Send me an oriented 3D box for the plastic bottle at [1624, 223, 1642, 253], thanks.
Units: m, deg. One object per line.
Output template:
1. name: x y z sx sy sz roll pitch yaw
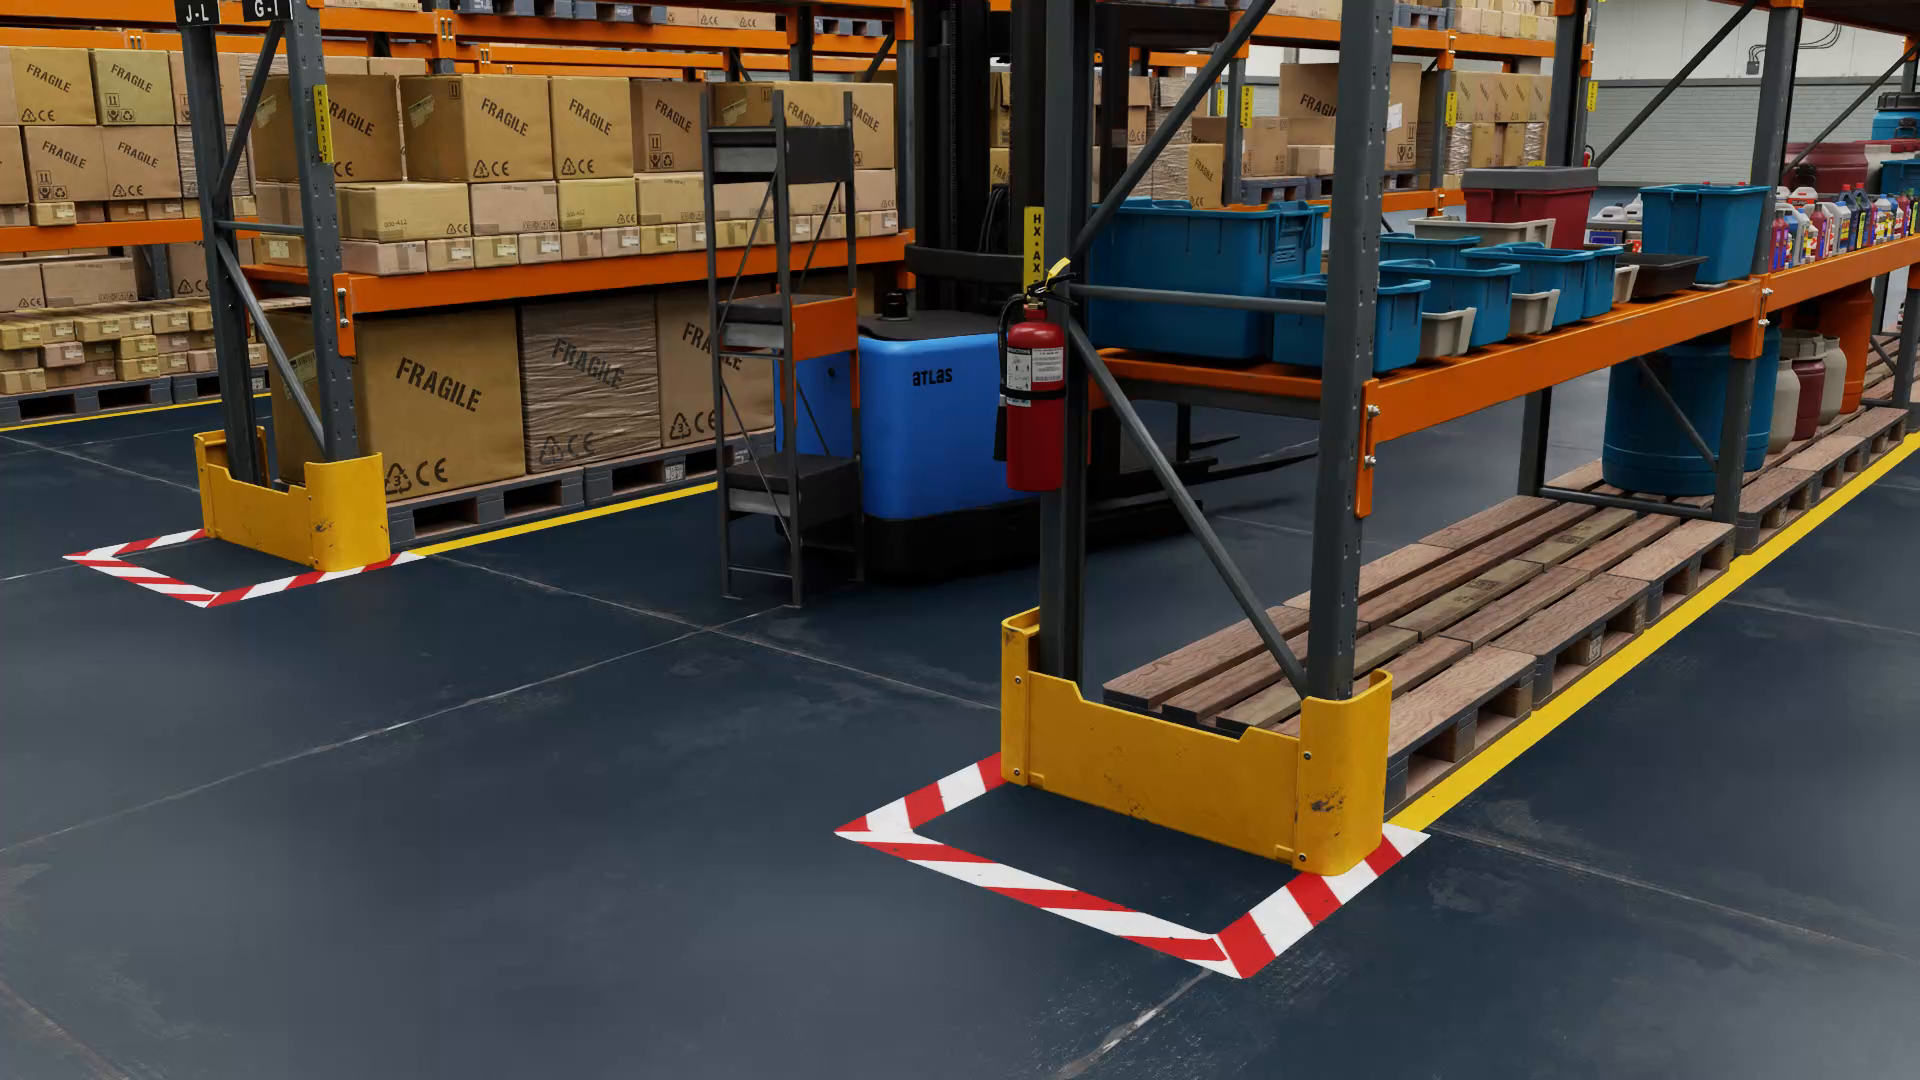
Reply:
1. plastic bottle: 3.288 -1.441 8.108 0.097 0.201 0.097 0 14 0

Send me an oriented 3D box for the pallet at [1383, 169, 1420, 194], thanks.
1. pallet: 3.765 -3.510 16.236 1.003 0.211 1.213 11 18 38

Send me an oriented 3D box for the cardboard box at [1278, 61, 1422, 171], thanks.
1. cardboard box: 3.751 -4.090 16.061 1.000 1.000 1.000 11 18 38

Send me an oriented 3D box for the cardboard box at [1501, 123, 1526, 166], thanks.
1. cardboard box: 5.614 -4.287 18.098 0.875 0.500 0.500 11 18 38

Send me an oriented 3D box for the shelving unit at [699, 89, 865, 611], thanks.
1. shelving unit: -0.731 -0.800 6.996 0.431 2.100 0.503 7 16 29

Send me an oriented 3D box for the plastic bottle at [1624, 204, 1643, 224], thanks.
1. plastic bottle: 3.409 -1.563 8.436 0.152 0.276 0.135 11 18 38

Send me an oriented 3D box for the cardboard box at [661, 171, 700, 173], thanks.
1. cardboard box: -1.806 -2.022 9.690 0.500 0.250 0.500 12 18 39

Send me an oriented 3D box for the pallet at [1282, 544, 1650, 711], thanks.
1. pallet: 1.985 0.305 6.493 1.003 0.211 1.213 11 18 38

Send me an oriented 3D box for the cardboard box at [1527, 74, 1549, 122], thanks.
1. cardboard box: 6.094 -4.834 18.222 0.500 0.500 0.500 11 18 38

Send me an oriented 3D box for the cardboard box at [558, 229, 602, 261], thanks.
1. cardboard box: -2.059 -1.521 8.527 0.380 0.149 0.250 11 18 36

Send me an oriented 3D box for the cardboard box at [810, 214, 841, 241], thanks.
1. cardboard box: -0.929 -1.865 9.883 0.380 0.149 0.250 11 18 37

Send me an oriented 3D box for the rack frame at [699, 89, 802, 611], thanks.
1. rack frame: -0.850 -0.748 6.789 0.400 2.100 0.015 7 16 29

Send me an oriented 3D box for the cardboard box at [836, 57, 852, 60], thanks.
1. cardboard box: -1.772 -6.945 23.789 0.380 0.149 0.250 11 18 37

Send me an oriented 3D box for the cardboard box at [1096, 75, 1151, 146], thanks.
1. cardboard box: 0.961 -3.233 12.518 0.797 0.503 0.637 12 18 39

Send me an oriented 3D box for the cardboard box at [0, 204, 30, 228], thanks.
1. cardboard box: -6.391 -2.160 11.044 0.380 0.149 0.250 12 19 40

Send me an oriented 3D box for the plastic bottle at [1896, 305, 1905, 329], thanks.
1. plastic bottle: 8.197 -1.935 14.436 0.097 0.201 0.097 0 14 0

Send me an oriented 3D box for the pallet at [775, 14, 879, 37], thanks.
1. pallet: -1.586 -5.241 16.954 1.213 0.211 1.003 12 19 40

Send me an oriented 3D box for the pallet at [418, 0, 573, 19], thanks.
1. pallet: -3.993 -4.446 13.821 1.213 0.211 1.003 11 18 38

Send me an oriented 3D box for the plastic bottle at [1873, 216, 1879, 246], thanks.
1. plastic bottle: 5.115 -1.760 9.363 0.097 0.201 0.097 0 14 0

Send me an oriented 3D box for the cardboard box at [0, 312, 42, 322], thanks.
1. cardboard box: -6.639 -1.505 11.685 0.380 0.149 0.250 12 18 39

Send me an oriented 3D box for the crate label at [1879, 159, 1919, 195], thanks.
1. crate label: 6.532 -2.360 11.247 0.502 0.435 0.616 11 18 38

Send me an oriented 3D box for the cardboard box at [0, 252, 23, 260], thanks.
1. cardboard box: -11.761 -3.545 20.210 0.500 0.500 0.500 12 19 40

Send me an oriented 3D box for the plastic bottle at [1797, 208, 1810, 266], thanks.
1. plastic bottle: 4.095 -1.483 8.131 0.097 0.271 0.097 0 14 0

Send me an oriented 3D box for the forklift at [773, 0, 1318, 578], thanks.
1. forklift: 0.589 -1.523 8.166 3.031 2.935 1.130 -11 18 -36

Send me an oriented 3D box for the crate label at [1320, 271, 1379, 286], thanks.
1. crate label: 1.390 -0.858 5.821 0.396 0.136 0.243 11 18 38

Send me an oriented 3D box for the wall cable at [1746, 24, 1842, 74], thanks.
1. wall cable: 23.273 -15.988 45.876 2.305 6.003 0.169 11 18 38

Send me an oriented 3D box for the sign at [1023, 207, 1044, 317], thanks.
1. sign: 0.231 -0.823 4.939 0.100 0.325 0.005 11 18 38

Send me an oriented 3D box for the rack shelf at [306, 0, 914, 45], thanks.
1. rack shelf: -1.926 -2.917 8.880 1.077 0.370 4.000 11 18 38

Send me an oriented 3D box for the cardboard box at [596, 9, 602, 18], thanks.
1. cardboard box: -3.134 -4.988 15.371 0.500 0.500 0.500 11 18 38

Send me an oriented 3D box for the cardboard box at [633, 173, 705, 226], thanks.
1. cardboard box: -1.707 -1.847 9.002 0.500 0.250 0.500 11 18 36

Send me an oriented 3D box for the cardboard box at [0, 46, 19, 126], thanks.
1. cardboard box: -6.489 -2.937 10.756 0.500 0.500 0.500 11 18 37

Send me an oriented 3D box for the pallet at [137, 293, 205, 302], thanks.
1. pallet: -7.951 -2.536 17.677 1.003 0.211 1.213 11 18 38

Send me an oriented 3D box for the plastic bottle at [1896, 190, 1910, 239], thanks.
1. plastic bottle: 5.630 -1.950 9.943 0.061 0.283 0.133 11 18 38

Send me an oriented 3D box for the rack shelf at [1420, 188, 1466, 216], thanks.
1. rack shelf: 5.616 -3.761 18.296 1.077 0.370 4.000 11 18 38

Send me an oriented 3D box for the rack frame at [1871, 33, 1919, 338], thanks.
1. rack frame: 8.211 -2.960 13.683 1.000 3.000 0.127 11 18 38

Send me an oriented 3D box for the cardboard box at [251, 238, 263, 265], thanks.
1. cardboard box: -7.488 -3.207 18.117 0.875 0.875 0.875 12 19 39

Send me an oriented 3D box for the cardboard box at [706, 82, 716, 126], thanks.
1. cardboard box: -1.484 -2.484 9.987 0.500 0.500 0.500 11 18 38

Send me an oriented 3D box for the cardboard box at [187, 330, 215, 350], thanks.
1. cardboard box: -5.671 -1.502 12.278 0.380 0.149 0.250 12 19 40

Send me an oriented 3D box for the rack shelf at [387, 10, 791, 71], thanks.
1. rack shelf: -3.206 -4.469 14.993 1.077 0.370 4.000 11 18 38

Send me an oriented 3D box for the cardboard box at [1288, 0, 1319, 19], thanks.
1. cardboard box: 2.661 -4.490 13.919 0.500 0.250 0.500 12 18 39

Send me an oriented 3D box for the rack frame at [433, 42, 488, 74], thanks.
1. rack frame: -5.863 -4.494 19.721 1.000 3.000 0.127 11 18 38

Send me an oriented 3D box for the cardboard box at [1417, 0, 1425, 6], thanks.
1. cardboard box: 4.578 -5.445 16.867 0.380 0.149 0.250 12 18 38

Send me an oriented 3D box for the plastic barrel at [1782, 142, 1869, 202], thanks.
1. plastic barrel: 5.753 -2.396 11.185 0.600 0.536 0.708 11 18 38

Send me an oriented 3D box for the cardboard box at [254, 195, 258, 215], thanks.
1. cardboard box: -5.283 -2.518 12.452 0.380 0.149 0.250 11 18 37

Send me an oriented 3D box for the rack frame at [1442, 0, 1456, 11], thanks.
1. rack frame: 4.359 -6.634 15.961 1.000 3.000 0.127 11 18 38

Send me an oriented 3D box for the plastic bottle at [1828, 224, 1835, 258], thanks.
1. plastic bottle: 4.447 -1.557 8.562 0.097 0.201 0.097 0 14 0

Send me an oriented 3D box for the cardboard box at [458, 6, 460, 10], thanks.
1. cardboard box: -5.983 -6.106 18.911 0.797 0.503 0.637 10 17 34

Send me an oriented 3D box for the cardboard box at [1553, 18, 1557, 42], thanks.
1. cardboard box: 6.456 -5.646 18.468 0.500 0.250 0.500 11 18 38

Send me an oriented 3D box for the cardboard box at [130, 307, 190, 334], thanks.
1. cardboard box: -5.773 -1.585 11.999 0.380 0.149 0.250 12 19 40

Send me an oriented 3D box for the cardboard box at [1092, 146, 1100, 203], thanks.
1. cardboard box: 0.765 -2.584 12.000 0.500 0.500 0.500 12 18 39

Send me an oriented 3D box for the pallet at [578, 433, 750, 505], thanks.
1. pallet: -1.974 -0.475 9.563 1.003 0.211 1.213 11 18 38

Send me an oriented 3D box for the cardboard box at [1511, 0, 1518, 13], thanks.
1. cardboard box: 5.593 -5.571 17.363 0.380 0.149 0.250 11 18 36

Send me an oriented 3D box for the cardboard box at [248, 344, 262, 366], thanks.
1. cardboard box: -5.437 -1.386 12.425 0.380 0.149 0.250 11 18 38

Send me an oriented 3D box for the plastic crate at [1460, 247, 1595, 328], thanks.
1. plastic crate: 1.908 -0.858 5.628 0.416 0.233 0.300 11 18 38

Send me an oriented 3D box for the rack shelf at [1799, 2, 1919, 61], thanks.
1. rack shelf: 6.954 -3.682 11.894 1.077 0.370 4.000 11 18 38
